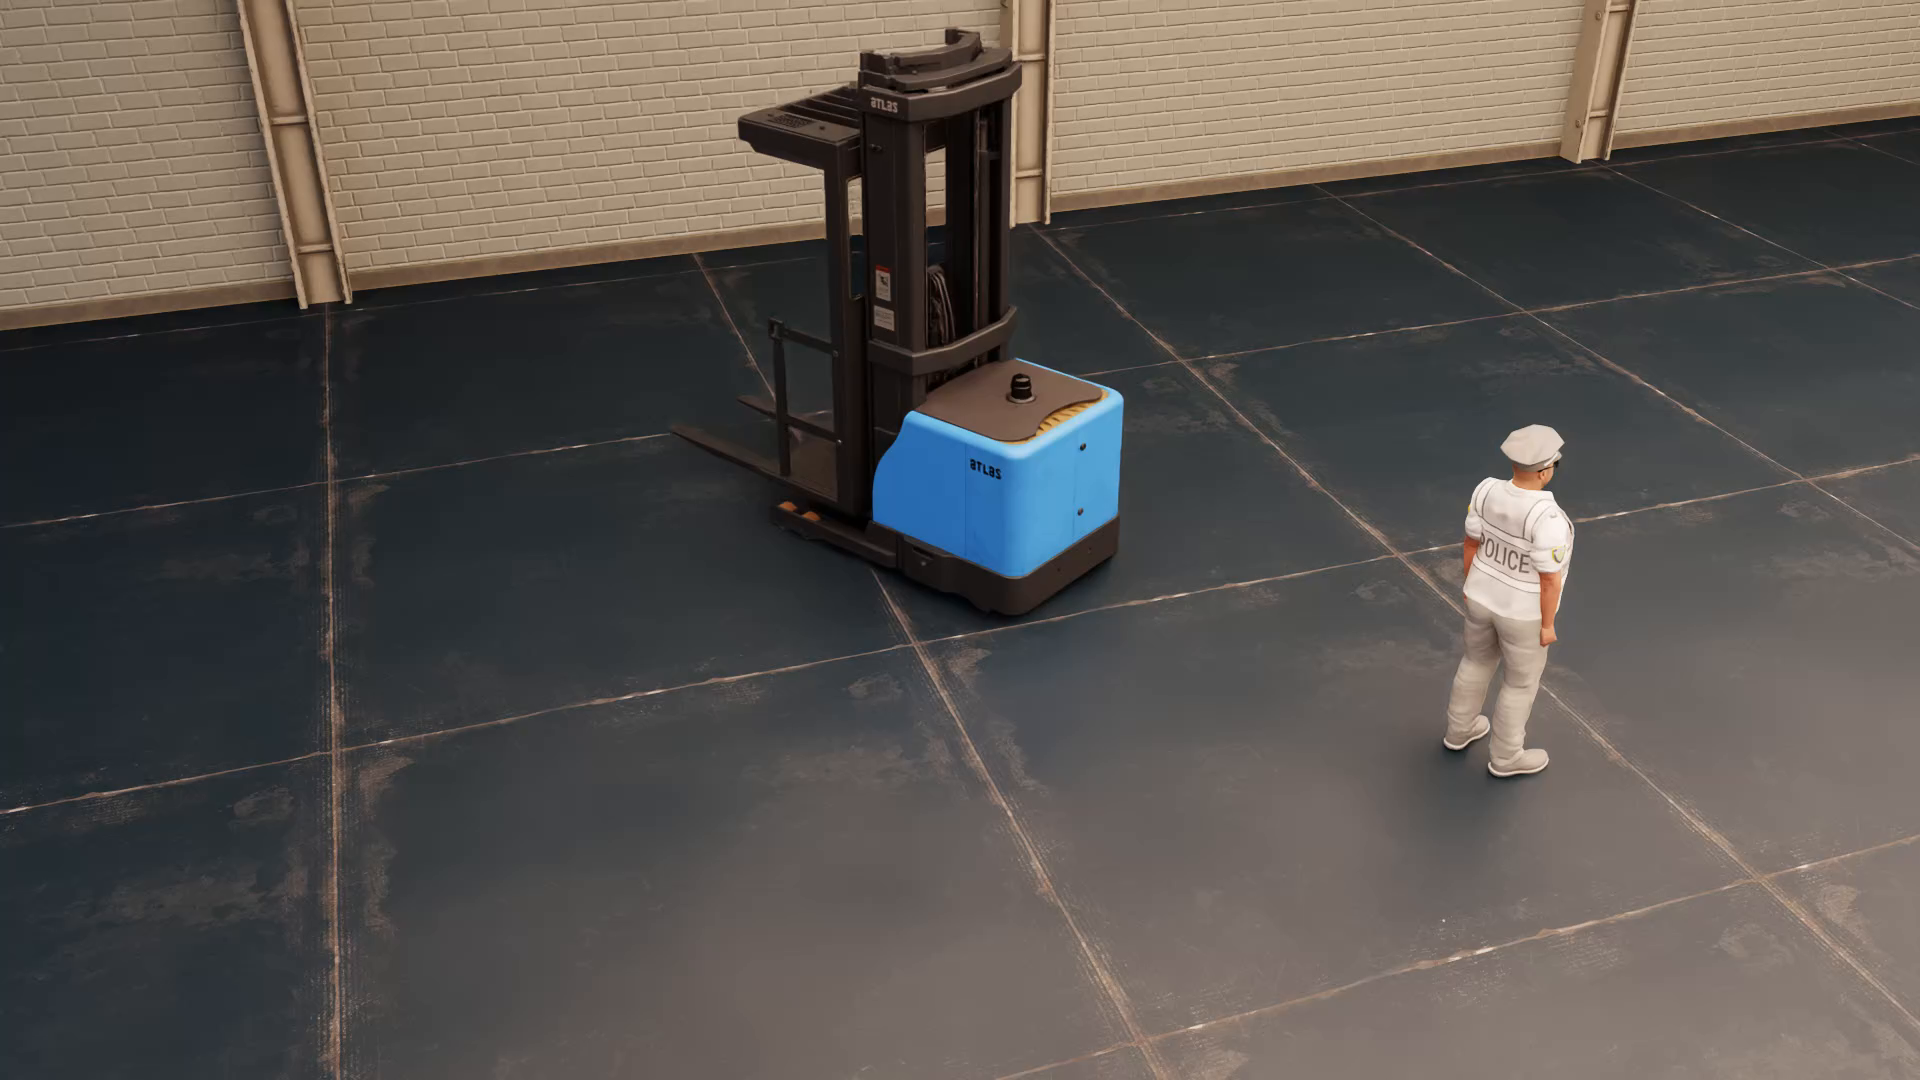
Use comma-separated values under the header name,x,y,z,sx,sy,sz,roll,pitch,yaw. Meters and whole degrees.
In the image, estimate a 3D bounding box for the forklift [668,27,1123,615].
name,x,y,z,sx,sy,sz,roll,pitch,yaw
forklift,-0.526,-1.454,9.613,3.031,2.935,1.130,22,37,34

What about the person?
name,x,y,z,sx,sy,sz,roll,pitch,yaw
person,2.583,0.281,7.764,0.406,1.775,0.521,-19,35,-30
